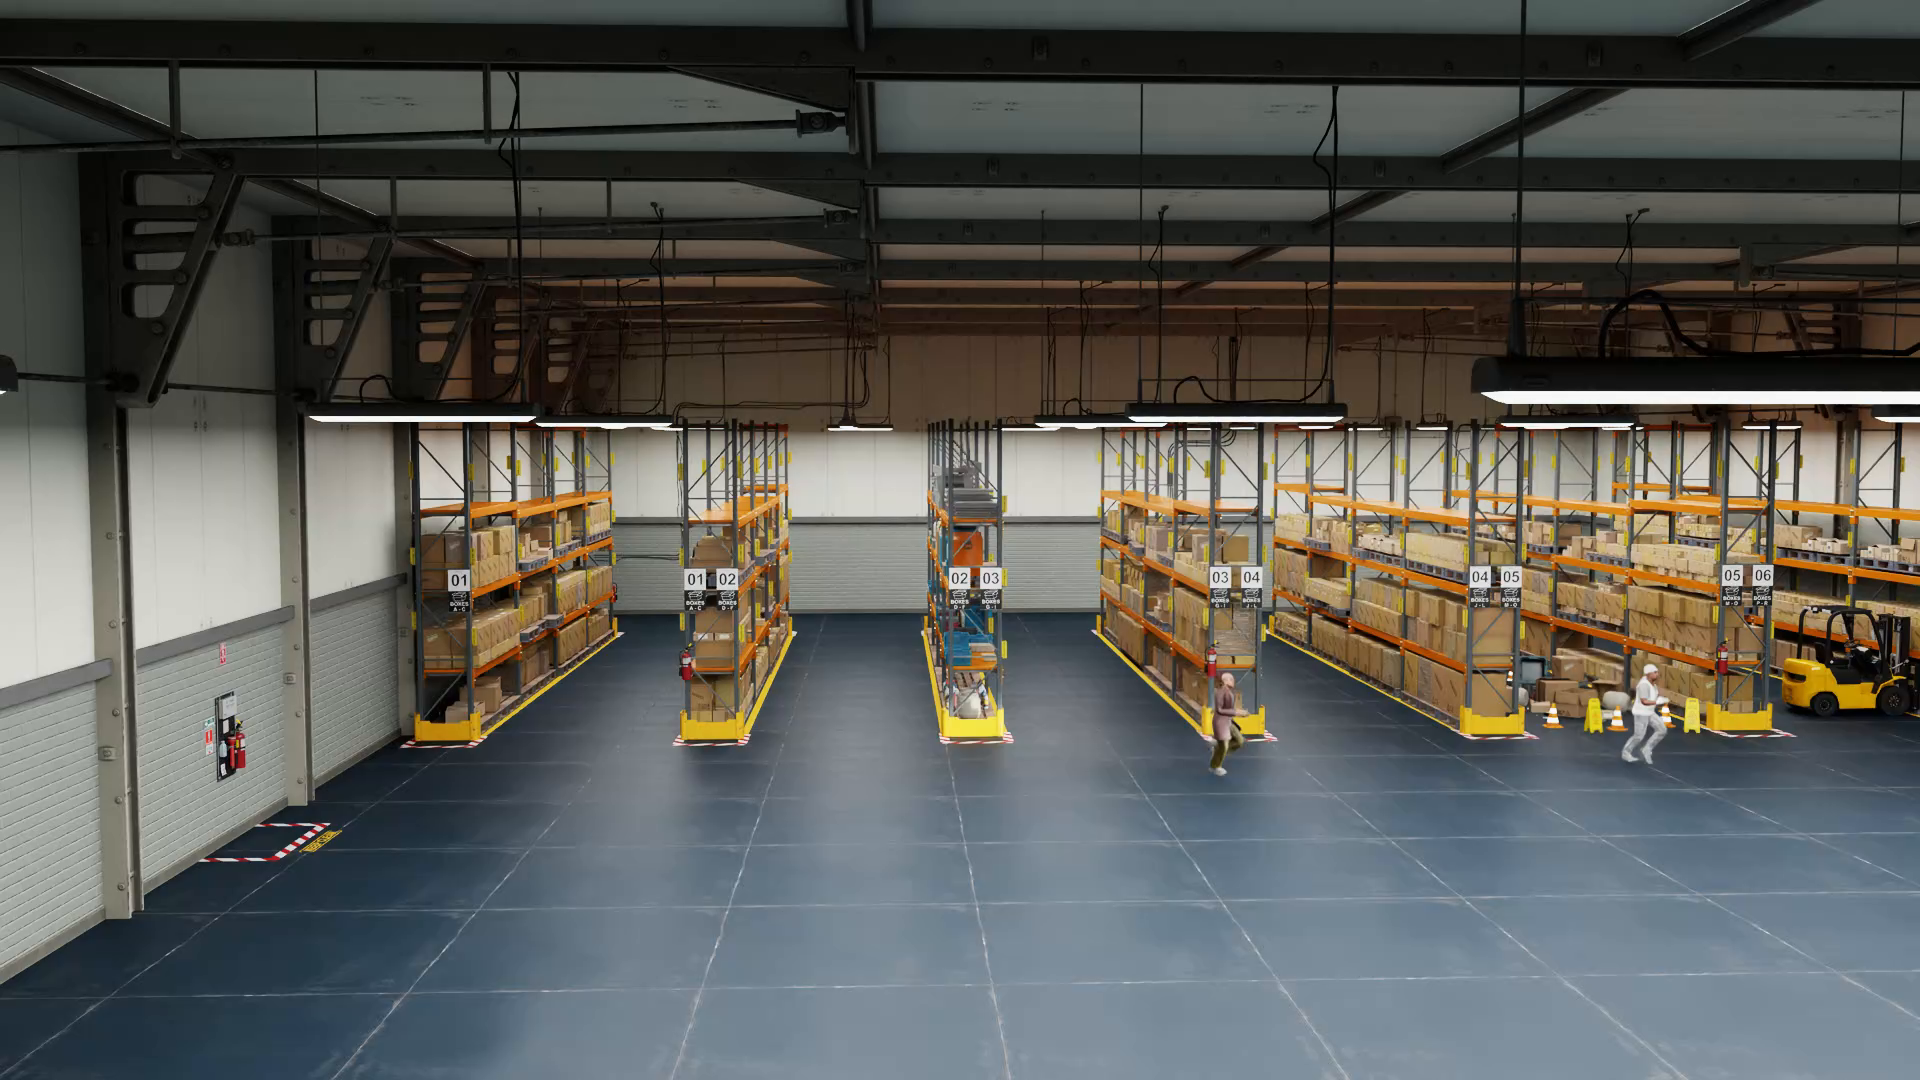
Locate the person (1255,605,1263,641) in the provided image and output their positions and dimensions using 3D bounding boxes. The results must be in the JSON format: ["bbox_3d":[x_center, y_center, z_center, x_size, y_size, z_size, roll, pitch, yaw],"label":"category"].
[{"bbox_3d":[7.824,2.057,44.554,0.617,1.670,0.563,0,4,0],"label":"person"}]

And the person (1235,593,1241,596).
[{"bbox_3d":[7.771,1.900,46.032,0.706,1.780,0.950,0,4,-4],"label":"person"}]

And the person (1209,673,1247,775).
[{"bbox_3d":[4.472,3.074,27.792,0.723,1.728,0.761,2,4,34],"label":"person"}]

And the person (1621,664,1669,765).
[{"bbox_3d":[11.804,2.997,28.601,0.809,1.747,0.719,3,5,40],"label":"person"}]
